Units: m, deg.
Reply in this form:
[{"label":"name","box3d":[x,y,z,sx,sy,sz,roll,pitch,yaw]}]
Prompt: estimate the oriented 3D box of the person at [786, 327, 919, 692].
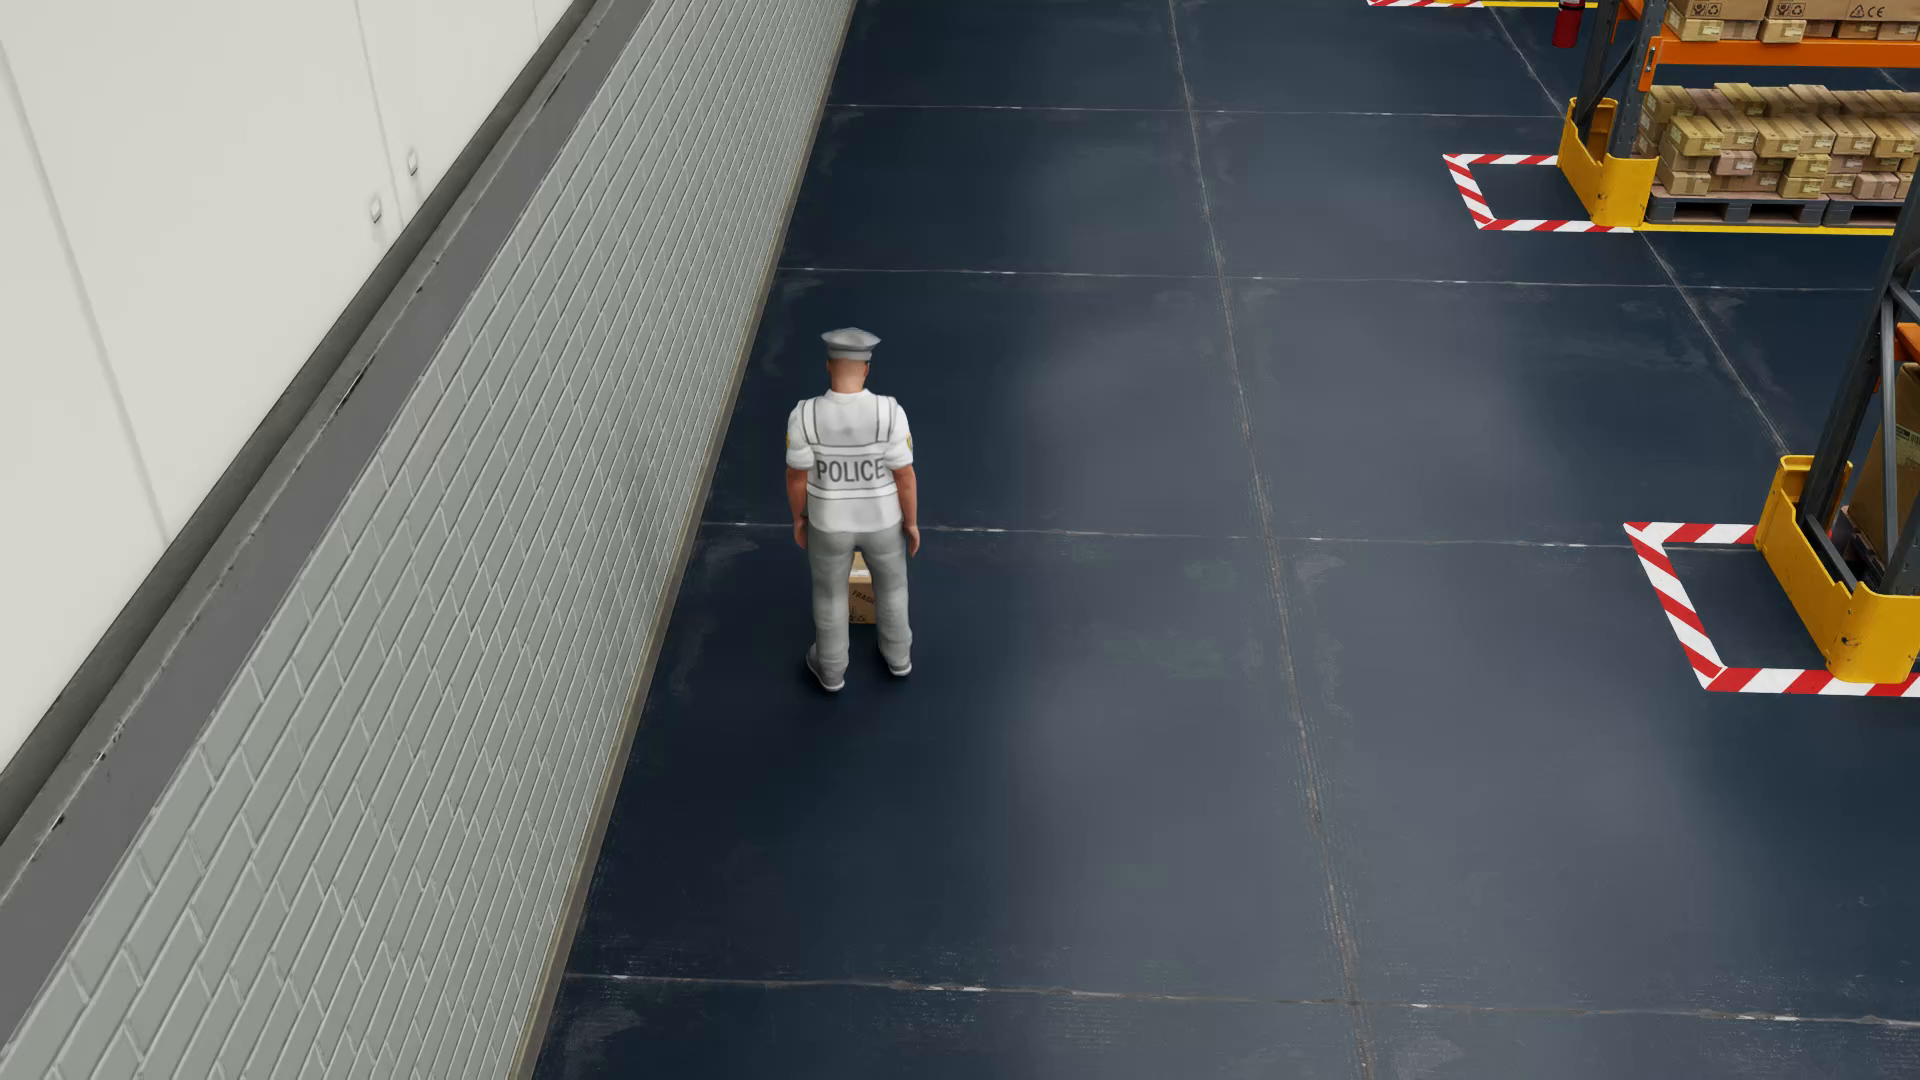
[{"label":"person","box3d":[-0.460,-0.115,7.248,0.560,1.738,0.453,-2,35,-2]}]
